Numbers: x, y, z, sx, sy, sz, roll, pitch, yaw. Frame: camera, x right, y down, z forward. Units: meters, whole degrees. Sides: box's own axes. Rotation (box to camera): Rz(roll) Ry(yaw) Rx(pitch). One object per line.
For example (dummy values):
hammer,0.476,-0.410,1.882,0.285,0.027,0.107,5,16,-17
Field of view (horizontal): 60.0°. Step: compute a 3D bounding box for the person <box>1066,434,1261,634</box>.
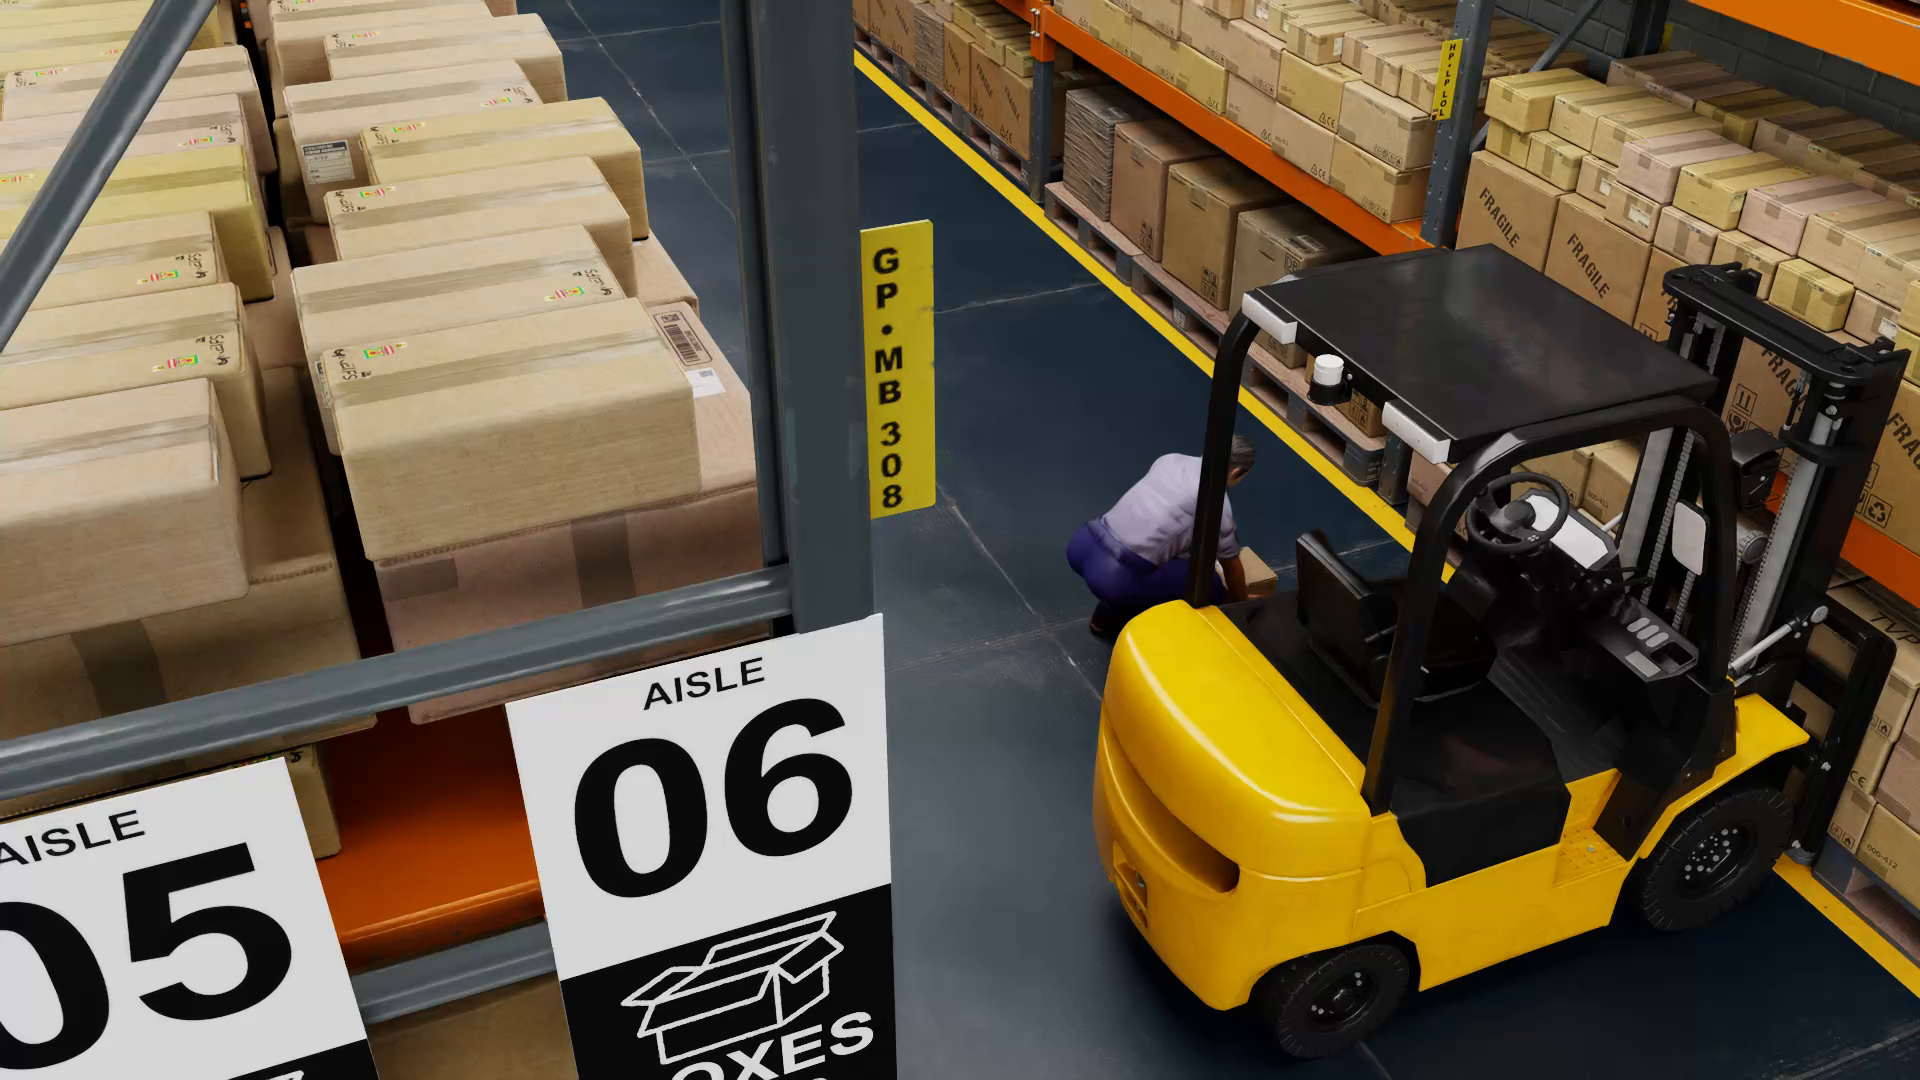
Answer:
person,0.844,0.037,6.809,0.828,0.869,0.524,-13,36,-19
